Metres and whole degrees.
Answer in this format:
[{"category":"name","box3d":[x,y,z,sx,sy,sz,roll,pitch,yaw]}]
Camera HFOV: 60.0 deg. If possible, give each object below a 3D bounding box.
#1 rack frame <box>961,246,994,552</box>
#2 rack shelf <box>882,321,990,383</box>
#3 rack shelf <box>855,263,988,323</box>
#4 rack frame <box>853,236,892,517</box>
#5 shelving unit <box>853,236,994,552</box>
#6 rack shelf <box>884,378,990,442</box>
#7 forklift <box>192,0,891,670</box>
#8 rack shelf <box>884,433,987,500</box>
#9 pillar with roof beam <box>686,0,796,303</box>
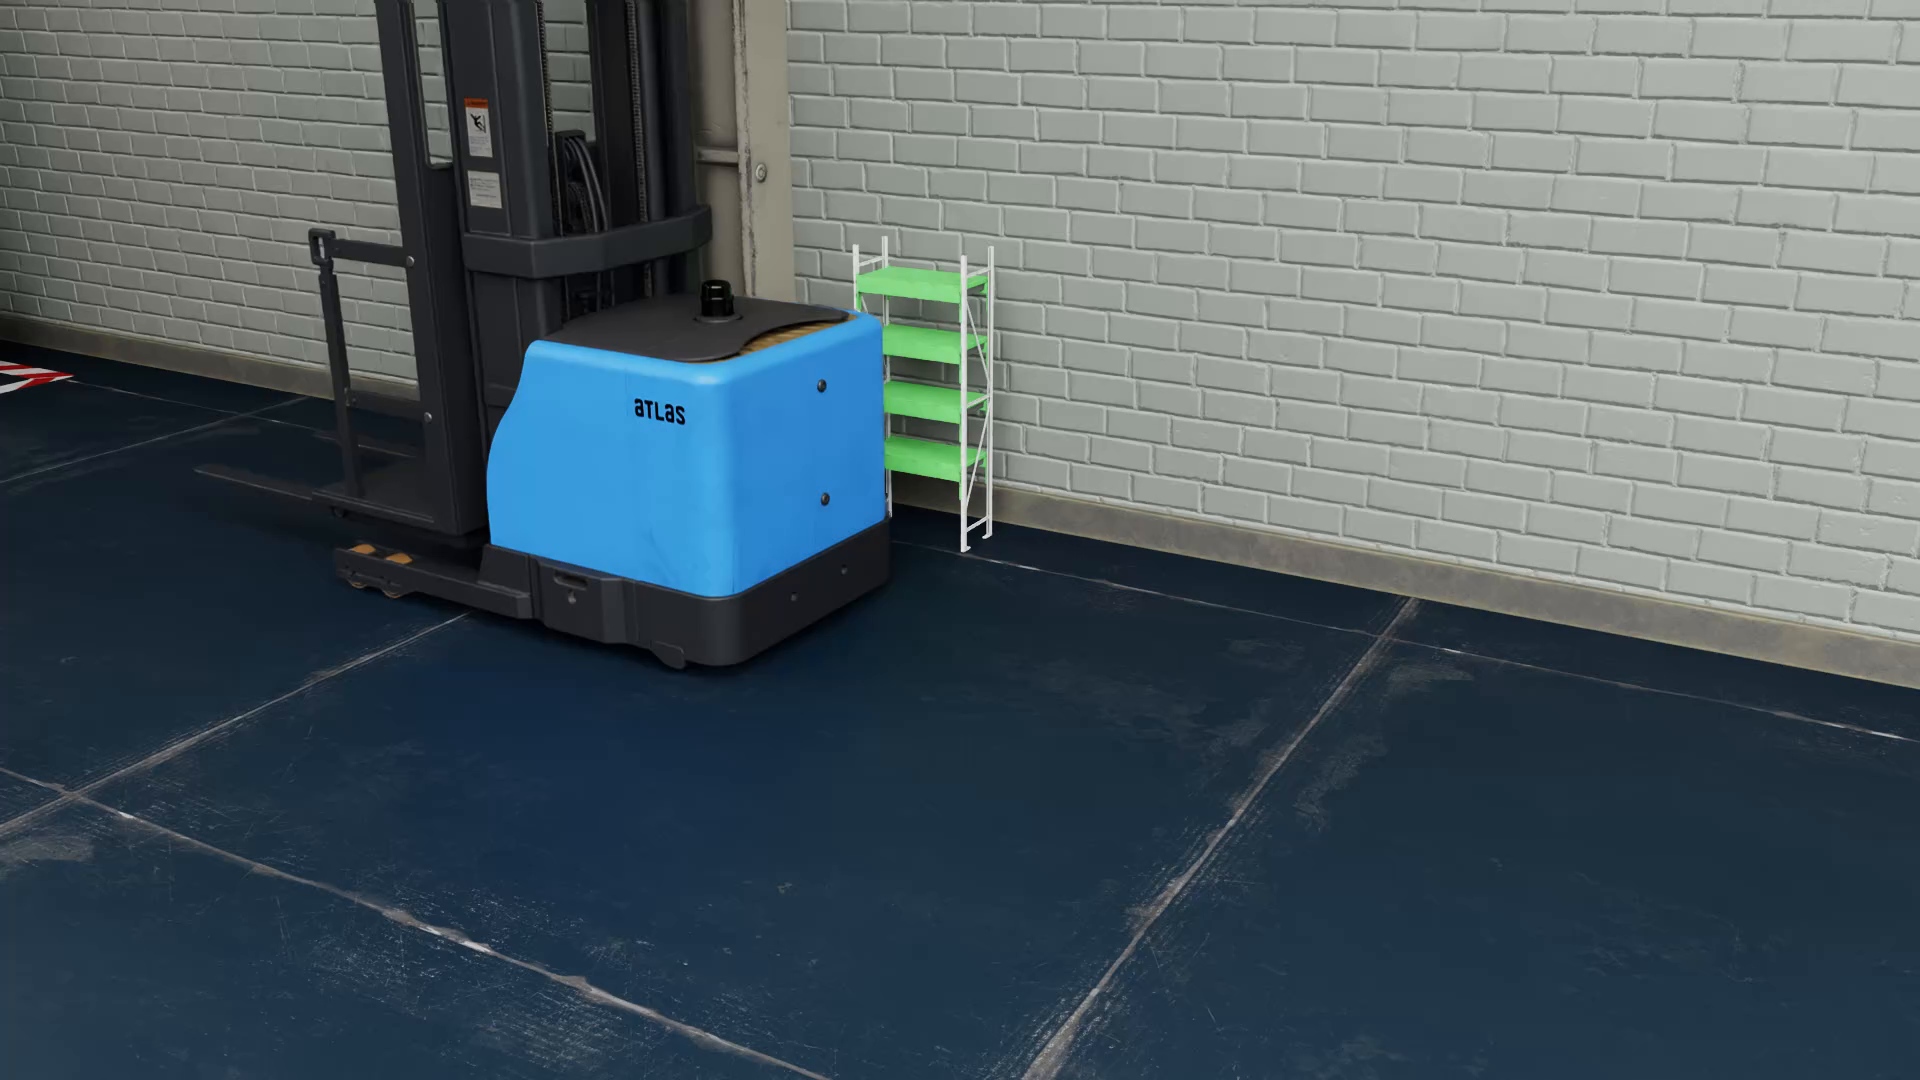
[{"category":"rack frame","box3d":[0.068,-0.551,6.624,0.015,1.200,0.240,11,23,27]},{"category":"rack shelf","box3d":[-0.145,-0.757,6.676,0.480,0.148,0.258,11,23,27]},{"category":"rack shelf","box3d":[-0.145,-0.983,6.594,0.480,0.148,0.258,11,23,27]},{"category":"rack frame","box3d":[-0.358,-0.632,6.848,0.015,1.200,0.240,11,23,27]},{"category":"shelving unit","box3d":[-0.145,-0.592,6.736,0.503,1.200,0.258,11,23,27]},{"category":"rack shelf","box3d":[-0.145,-0.531,6.758,0.480,0.148,0.258,11,23,27]},{"category":"forklift","box3d":[-1.789,-1.299,6.148,3.031,2.935,1.130,12,23,29]},{"category":"rack shelf","box3d":[-0.145,-0.306,6.840,0.480,0.148,0.258,11,23,27]},{"category":"pillar with roof beam","box3d":[-3.065,-3.196,2.480,0.400,9.000,9.100,11,23,27]}]
